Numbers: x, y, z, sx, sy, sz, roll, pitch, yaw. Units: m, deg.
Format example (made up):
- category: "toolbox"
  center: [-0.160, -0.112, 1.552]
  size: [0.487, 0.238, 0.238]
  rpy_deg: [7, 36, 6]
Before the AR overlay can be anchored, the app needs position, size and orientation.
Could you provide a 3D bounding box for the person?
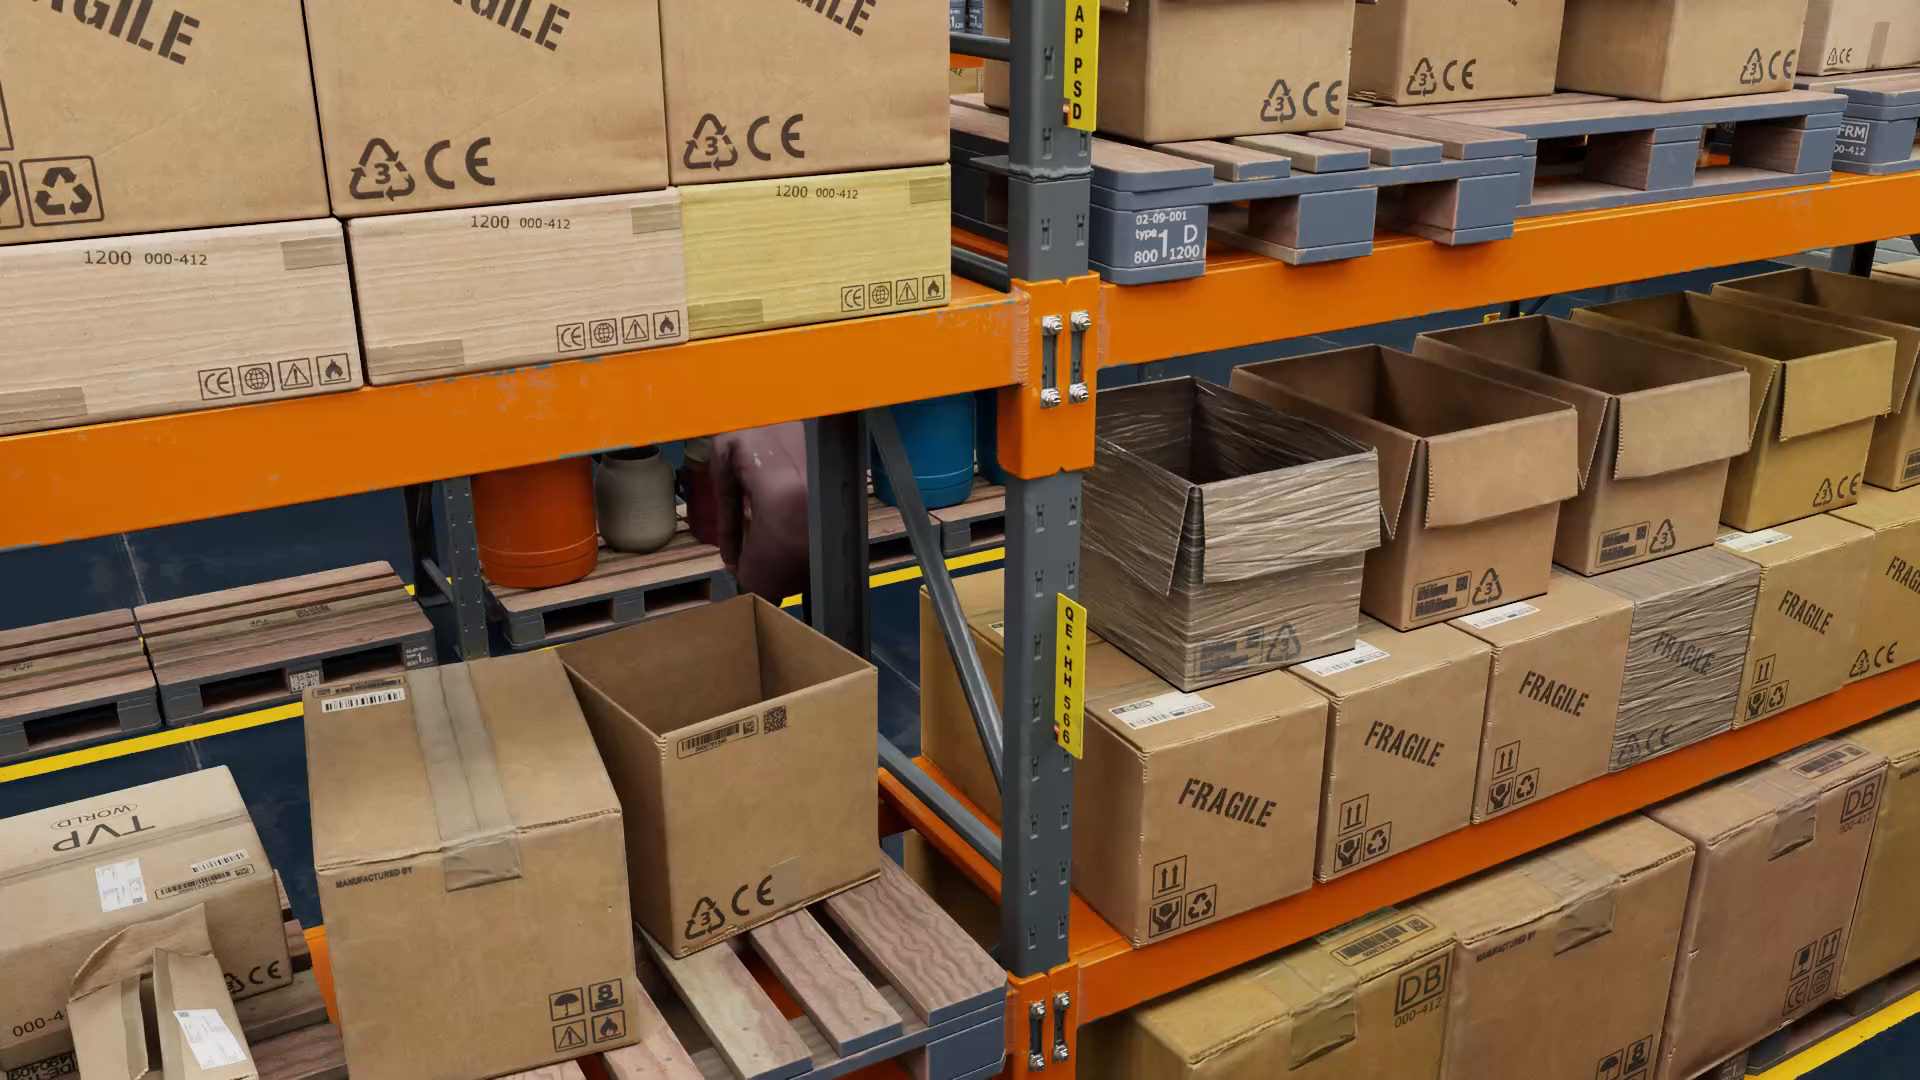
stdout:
- category: "person"
  center: [-0.829, 0.017, 7.458]
  size: [0.549, 1.495, 0.815]
  rpy_deg: [-13, 25, -29]
